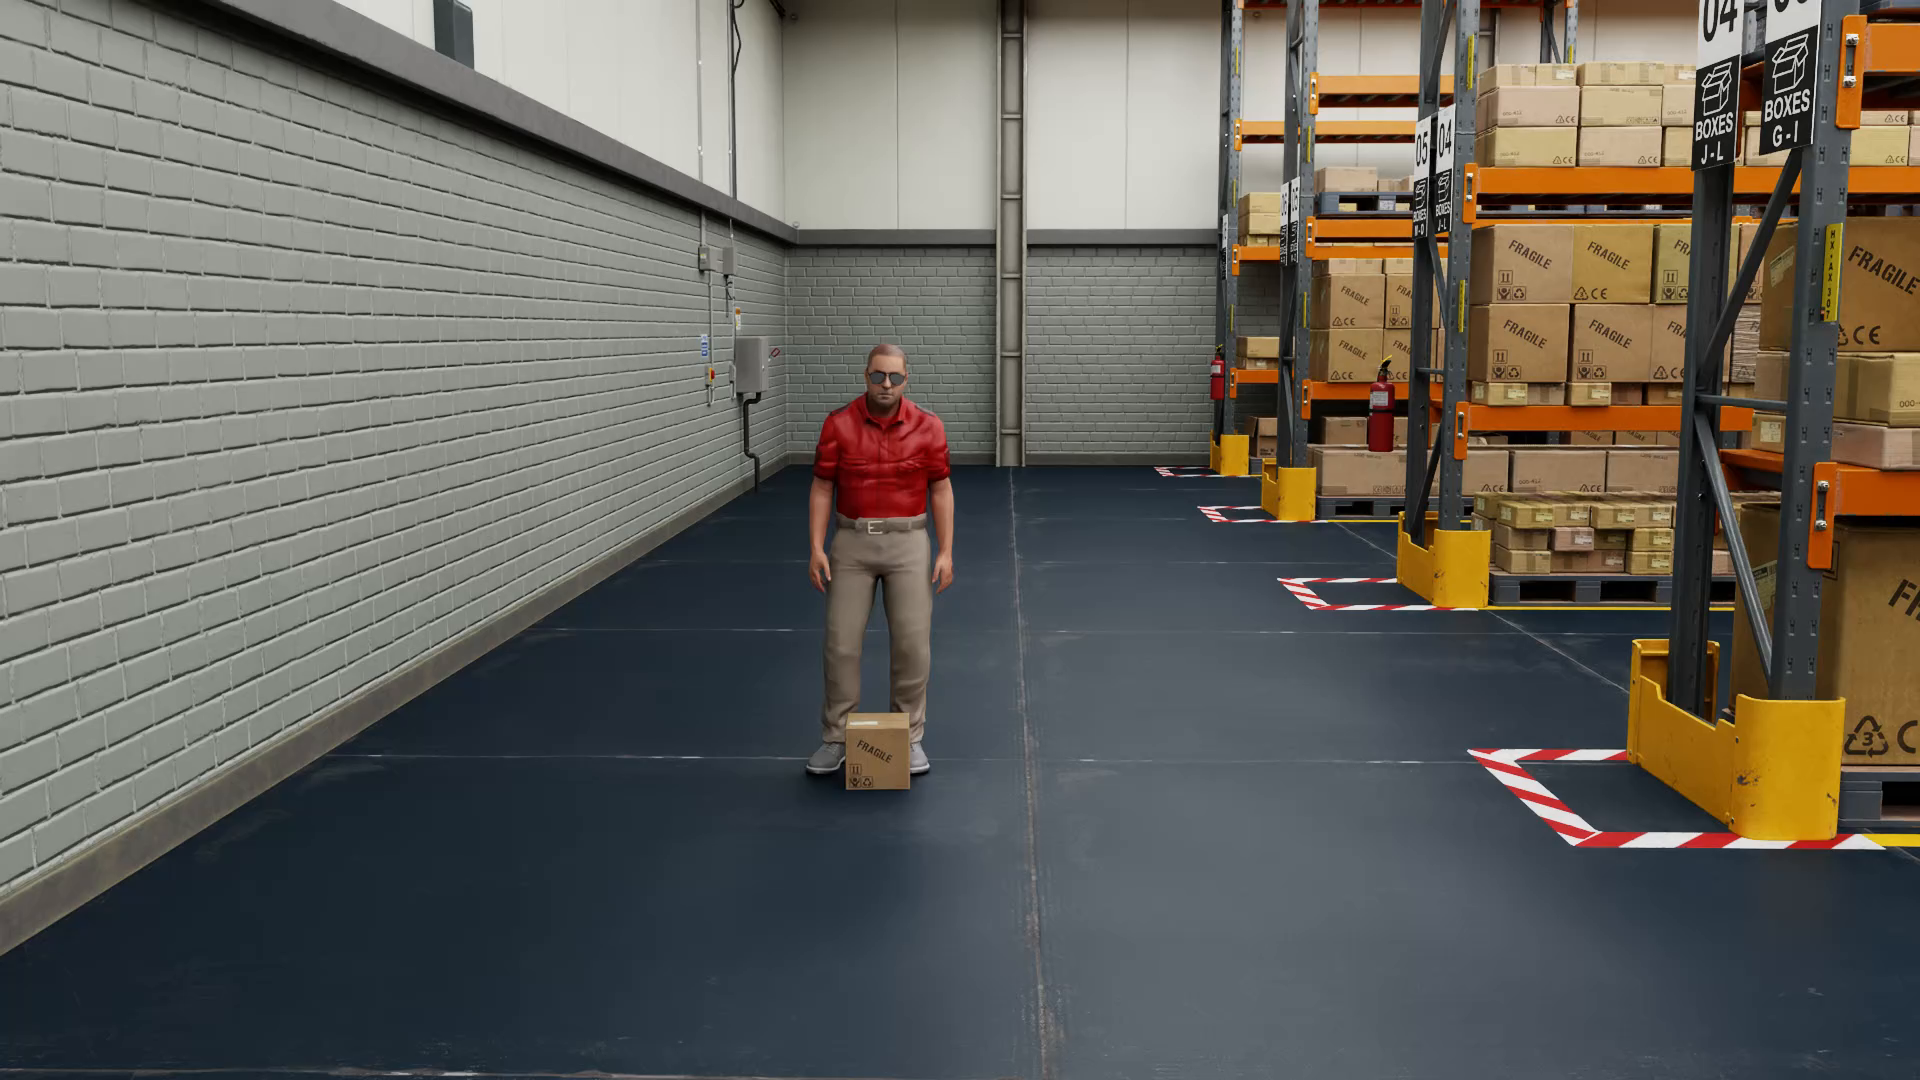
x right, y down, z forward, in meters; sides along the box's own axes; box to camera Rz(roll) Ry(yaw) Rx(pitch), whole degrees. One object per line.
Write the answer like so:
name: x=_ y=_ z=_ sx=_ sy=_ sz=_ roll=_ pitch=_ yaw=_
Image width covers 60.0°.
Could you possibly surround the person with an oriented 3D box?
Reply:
person: x=-0.325 y=0.071 z=6.757 sx=0.606 sy=1.726 sz=0.393 roll=0 pitch=7 yaw=-2
